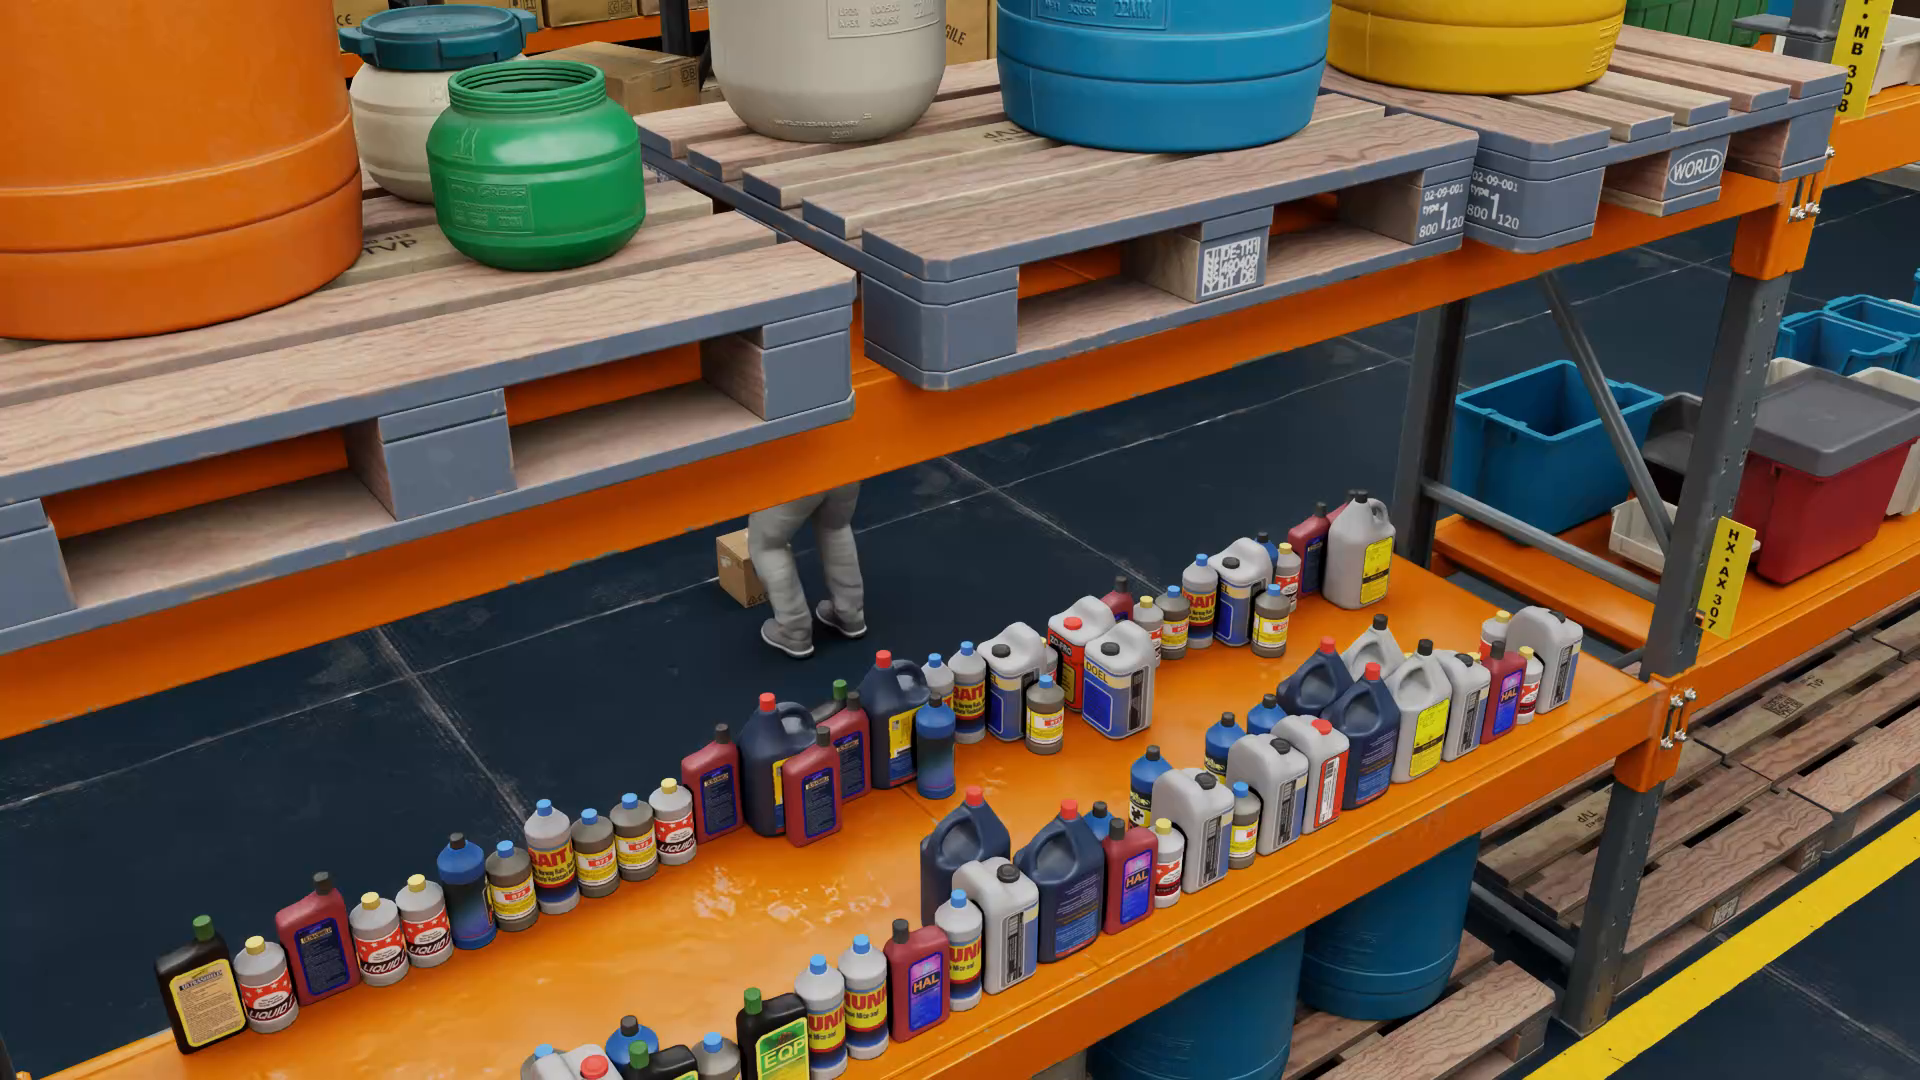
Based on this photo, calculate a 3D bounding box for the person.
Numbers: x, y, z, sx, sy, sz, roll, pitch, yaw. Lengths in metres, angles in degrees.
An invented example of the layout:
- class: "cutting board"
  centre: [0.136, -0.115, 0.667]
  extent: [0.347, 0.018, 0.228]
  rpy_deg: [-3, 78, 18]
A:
- class: "person"
  centre: [-0.659, -0.321, 6.788]
  extent: [0.561, 1.691, 0.517]
  rpy_deg: [-18, 33, -29]
